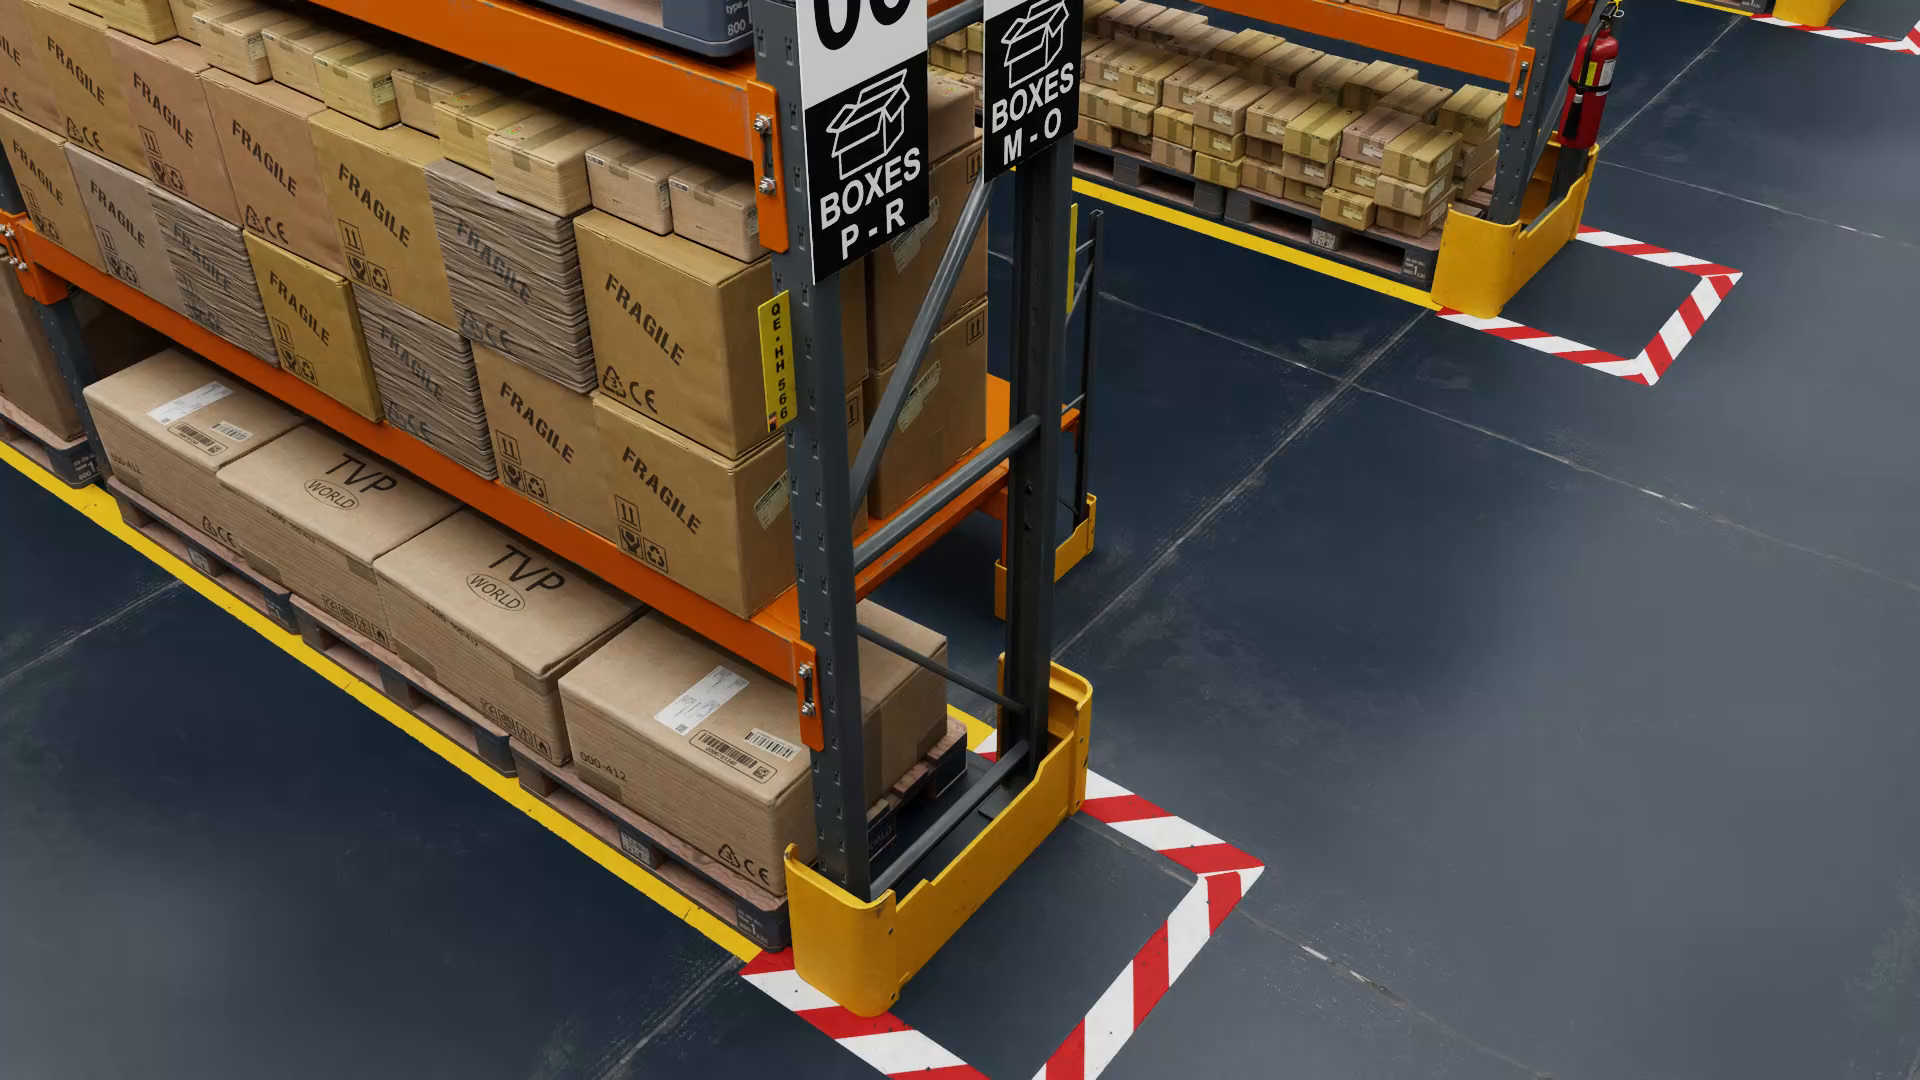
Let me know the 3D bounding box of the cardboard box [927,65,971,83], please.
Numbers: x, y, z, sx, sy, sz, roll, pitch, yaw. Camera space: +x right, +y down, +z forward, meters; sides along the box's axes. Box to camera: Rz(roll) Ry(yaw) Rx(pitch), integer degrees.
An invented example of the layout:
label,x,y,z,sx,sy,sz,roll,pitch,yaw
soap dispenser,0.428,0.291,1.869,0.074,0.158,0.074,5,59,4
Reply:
label,x,y,z,sx,sy,sz,roll,pitch,yaw
cardboard box,-0.005,-2.714,9.755,0.250,0.149,0.380,27,45,30

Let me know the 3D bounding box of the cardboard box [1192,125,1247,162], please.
label,x,y,z,sx,sy,sz,roll,pitch,yaw
cardboard box,1.442,-2.166,8.814,0.250,0.149,0.380,26,45,29

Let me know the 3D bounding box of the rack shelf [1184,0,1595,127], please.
label,x,y,z,sx,sy,sz,roll,pitch,yaw
rack shelf,1.279,-3.032,8.773,4.000,0.370,1.077,25,45,29

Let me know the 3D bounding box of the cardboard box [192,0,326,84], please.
label,x,y,z,sx,sy,sz,roll,pitch,yaw
cardboard box,-1.946,-1.466,4.771,0.250,0.149,0.380,25,45,29

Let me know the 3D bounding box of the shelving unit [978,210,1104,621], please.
label,x,y,z,sx,sy,sz,roll,pitch,yaw
shelving unit,-0.061,-0.619,6.324,1.083,1.500,0.587,25,45,29

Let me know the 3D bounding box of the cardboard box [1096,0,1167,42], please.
label,x,y,z,sx,sy,sz,roll,pitch,yaw
cardboard box,0.990,-2.978,9.610,0.250,0.149,0.380,23,44,27

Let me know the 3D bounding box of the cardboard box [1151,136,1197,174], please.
label,x,y,z,sx,sy,sz,roll,pitch,yaw
cardboard box,1.249,-2.155,9.042,0.250,0.149,0.380,26,45,29

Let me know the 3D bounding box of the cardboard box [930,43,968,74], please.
label,x,y,z,sx,sy,sz,roll,pitch,yaw
cardboard box,0.039,-2.881,9.727,0.250,0.149,0.380,26,45,29

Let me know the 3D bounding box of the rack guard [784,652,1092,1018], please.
label,x,y,z,sx,sy,sz,roll,pitch,yaw
rack guard,-0.041,0.888,5.210,0.348,0.500,1.175,25,45,29

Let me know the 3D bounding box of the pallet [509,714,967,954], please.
label,x,y,z,sx,sy,sz,roll,pitch,yaw
pallet,-0.743,0.732,5.644,1.213,0.211,1.003,25,45,29

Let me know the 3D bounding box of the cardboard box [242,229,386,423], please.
label,x,y,z,sx,sy,sz,roll,pitch,yaw
cardboard box,-1.826,-0.765,5.213,0.500,0.500,0.500,27,45,30

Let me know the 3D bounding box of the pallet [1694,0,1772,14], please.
label,x,y,z,sx,sy,sz,roll,pitch,yaw
pallet,5.278,-4.120,11.842,1.213,0.211,1.003,25,45,29

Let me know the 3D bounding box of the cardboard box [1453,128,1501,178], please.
label,x,y,z,sx,sy,sz,roll,pitch,yaw
cardboard box,2.607,-2.048,8.664,0.250,0.149,0.380,27,46,30

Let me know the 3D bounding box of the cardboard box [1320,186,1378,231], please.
label,x,y,z,sx,sy,sz,roll,pitch,yaw
cardboard box,2.057,-1.751,8.525,0.250,0.149,0.380,27,45,30

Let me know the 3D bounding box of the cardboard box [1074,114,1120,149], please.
label,x,y,z,sx,sy,sz,roll,pitch,yaw
cardboard box,0.839,-2.348,9.287,0.250,0.149,0.380,24,44,27

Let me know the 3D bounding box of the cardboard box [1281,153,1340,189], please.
label,x,y,z,sx,sy,sz,roll,pitch,yaw
cardboard box,1.861,-1.978,8.574,0.250,0.149,0.380,23,44,27

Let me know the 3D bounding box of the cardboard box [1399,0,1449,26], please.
label,x,y,z,sx,sy,sz,roll,pitch,yaw
cardboard box,2.262,-2.563,7.794,0.250,0.149,0.380,25,45,29

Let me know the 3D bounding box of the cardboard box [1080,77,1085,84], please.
label,x,y,z,sx,sy,sz,roll,pitch,yaw
cardboard box,0.671,-2.591,9.356,0.250,0.149,0.380,27,46,30

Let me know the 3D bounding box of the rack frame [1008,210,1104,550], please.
label,x,y,z,sx,sy,sz,roll,pitch,yaw
rack frame,0.336,-0.432,6.085,0.032,1.500,0.500,25,45,29

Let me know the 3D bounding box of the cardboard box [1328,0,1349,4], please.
label,x,y,z,sx,sy,sz,roll,pitch,yaw
cardboard box,1.837,-2.733,8.012,0.250,0.149,0.380,27,45,30

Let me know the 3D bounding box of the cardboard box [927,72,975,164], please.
label,x,y,z,sx,sy,sz,roll,pitch,yaw
cardboard box,-0.174,-1.062,4.254,0.250,0.149,0.380,26,45,29

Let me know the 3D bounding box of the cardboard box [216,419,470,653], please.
label,x,y,z,sx,sy,sz,roll,pitch,yaw
cardboard box,-2.092,-0.137,6.229,0.875,0.438,0.875,24,44,27

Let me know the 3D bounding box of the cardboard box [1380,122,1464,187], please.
label,x,y,z,sx,sy,sz,roll,pitch,yaw
cardboard box,2.293,-1.918,8.255,0.250,0.149,0.380,26,45,29

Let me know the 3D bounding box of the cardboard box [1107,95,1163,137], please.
label,x,y,z,sx,sy,sz,roll,pitch,yaw
cardboard box,1.014,-2.360,9.062,0.250,0.149,0.380,26,45,29

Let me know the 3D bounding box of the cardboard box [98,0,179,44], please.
label,x,y,z,sx,sy,sz,roll,pitch,yaw
cardboard box,-2.348,-1.646,5.001,0.250,0.149,0.380,24,44,27

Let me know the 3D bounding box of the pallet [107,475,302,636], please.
label,x,y,z,sx,sy,sz,roll,pitch,yaw
pallet,-2.681,-0.182,6.811,1.213,0.211,1.003,25,45,29

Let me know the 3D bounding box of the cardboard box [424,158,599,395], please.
label,x,y,z,sx,sy,sz,roll,pitch,yaw
cardboard box,-1.020,-0.783,4.425,0.500,0.500,0.500,25,45,29

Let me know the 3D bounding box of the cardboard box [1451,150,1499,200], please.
label,x,y,z,sx,sy,sz,roll,pitch,yaw
cardboard box,2.645,-1.962,8.795,0.250,0.149,0.380,26,45,29

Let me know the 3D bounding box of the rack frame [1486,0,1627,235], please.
label,x,y,z,sx,sy,sz,roll,pitch,yaw
rack frame,2.867,-2.566,7.595,0.127,3.000,1.000,25,45,29

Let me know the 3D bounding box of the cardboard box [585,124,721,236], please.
label,x,y,z,sx,sy,sz,roll,pitch,yaw
cardboard box,-0.683,-0.913,4.064,0.250,0.149,0.380,26,45,29

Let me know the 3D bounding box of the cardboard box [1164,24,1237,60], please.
label,x,y,z,sx,sy,sz,roll,pitch,yaw
cardboard box,1.342,-2.737,9.301,0.250,0.149,0.380,25,45,29

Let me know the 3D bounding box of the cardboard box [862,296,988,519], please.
label,x,y,z,sx,sy,sz,roll,pitch,yaw
cardboard box,-0.267,-0.464,4.829,0.500,0.500,0.500,25,44,28

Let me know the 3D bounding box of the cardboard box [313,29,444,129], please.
label,x,y,z,sx,sy,sz,roll,pitch,yaw
cardboard box,-1.513,-1.281,4.534,0.250,0.149,0.380,26,45,30

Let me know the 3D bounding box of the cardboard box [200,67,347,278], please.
label,x,y,z,sx,sy,sz,roll,pitch,yaw
cardboard box,-1.810,-1.159,4.905,0.500,0.500,0.500,25,44,28

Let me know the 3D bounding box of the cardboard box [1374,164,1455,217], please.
label,x,y,z,sx,sy,sz,roll,pitch,yaw
cardboard box,2.275,-1.784,8.326,0.250,0.149,0.380,24,44,27

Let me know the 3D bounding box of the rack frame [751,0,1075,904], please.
label,x,y,z,sx,sy,sz,roll,pitch,yaw
rack frame,-0.060,-0.105,4.451,0.127,3.000,1.000,25,45,29

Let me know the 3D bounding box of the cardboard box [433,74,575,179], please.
label,x,y,z,sx,sy,sz,roll,pitch,yaw
cardboard box,-1.114,-1.083,4.281,0.250,0.149,0.380,26,45,30

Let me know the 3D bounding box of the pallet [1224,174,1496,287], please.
label,x,y,z,sx,sy,sz,roll,pitch,yaw
pallet,2.183,-1.819,8.901,1.213,0.211,1.003,25,45,29

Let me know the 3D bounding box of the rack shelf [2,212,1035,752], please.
label,x,y,z,sx,sy,sz,roll,pitch,yaw
rack shelf,-1.648,-0.571,5.629,4.000,0.370,1.077,25,45,29

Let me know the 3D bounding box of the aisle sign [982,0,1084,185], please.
label,x,y,z,sx,sy,sz,roll,pitch,yaw
aisle sign,0.173,-1.243,3.796,0.004,0.787,0.394,25,45,29

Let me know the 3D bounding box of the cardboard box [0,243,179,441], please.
label,x,y,z,sx,sy,sz,roll,pitch,yaw
cardboard box,-3.778,-1.125,7.136,0.875,0.875,0.875,27,45,30

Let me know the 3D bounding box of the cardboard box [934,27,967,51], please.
label,x,y,z,sx,sy,sz,roll,pitch,yaw
cardboard box,0.020,-2.979,9.611,0.250,0.149,0.380,28,46,31

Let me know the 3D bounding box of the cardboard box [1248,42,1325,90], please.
label,x,y,z,sx,sy,sz,roll,pitch,yaw
cardboard box,1.781,-2.568,9.087,0.250,0.149,0.380,27,45,30

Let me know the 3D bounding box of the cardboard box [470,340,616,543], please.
label,x,y,z,sx,sy,sz,roll,pitch,yaw
cardboard box,-0.993,-0.391,4.734,0.500,0.500,0.500,24,44,28

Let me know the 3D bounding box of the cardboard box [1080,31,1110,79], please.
label,x,y,z,sx,sy,sz,roll,pitch,yaw
cardboard box,0.625,-2.687,9.237,0.250,0.149,0.380,26,45,29

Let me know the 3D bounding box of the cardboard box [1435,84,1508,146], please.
label,x,y,z,sx,sy,sz,roll,pitch,yaw
cardboard box,2.657,-2.206,8.624,0.250,0.149,0.380,23,44,27

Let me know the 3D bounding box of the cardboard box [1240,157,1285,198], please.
label,x,y,z,sx,sy,sz,roll,pitch,yaw
cardboard box,1.695,-1.978,8.815,0.250,0.149,0.380,26,45,29

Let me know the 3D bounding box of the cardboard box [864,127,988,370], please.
label,x,y,z,sx,sy,sz,roll,pitch,yaw
cardboard box,-0.268,-0.857,4.519,0.500,0.500,0.500,24,44,28

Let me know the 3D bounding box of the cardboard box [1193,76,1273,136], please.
label,x,y,z,sx,sy,sz,roll,pitch,yaw
cardboard box,1.431,-2.276,8.713,0.250,0.149,0.380,27,45,30

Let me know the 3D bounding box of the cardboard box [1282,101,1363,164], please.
label,x,y,z,sx,sy,sz,roll,pitch,yaw
cardboard box,1.845,-2.075,8.456,0.250,0.149,0.380,24,44,28

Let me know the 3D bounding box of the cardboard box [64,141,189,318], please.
label,x,y,z,sx,sy,sz,roll,pitch,yaw
cardboard box,-2.626,-1.148,5.702,0.500,0.500,0.500,26,45,29

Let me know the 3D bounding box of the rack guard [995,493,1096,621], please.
label,x,y,z,sx,sy,sz,roll,pitch,yaw
rack guard,0.335,0.060,6.471,0.087,0.250,0.587,25,45,29

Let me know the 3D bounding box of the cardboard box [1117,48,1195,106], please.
label,x,y,z,sx,sy,sz,roll,pitch,yaw
cardboard box,1.063,-2.513,9.016,0.250,0.149,0.380,25,45,29

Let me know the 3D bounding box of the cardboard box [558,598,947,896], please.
label,x,y,z,sx,sy,sz,roll,pitch,yaw
cardboard box,-0.645,0.541,5.364,0.875,0.438,0.875,24,44,27

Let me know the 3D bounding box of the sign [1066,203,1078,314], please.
label,x,y,z,sx,sy,sz,roll,pitch,yaw
sign,0.282,-0.746,4.504,0.005,0.325,0.100,25,45,29

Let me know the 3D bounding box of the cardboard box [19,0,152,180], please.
label,x,y,z,sx,sy,sz,roll,pitch,yaw
cardboard box,-2.609,-1.547,5.400,0.500,0.500,0.500,25,44,28

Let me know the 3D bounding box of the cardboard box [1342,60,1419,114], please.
label,x,y,z,sx,sy,sz,roll,pitch,yaw
cardboard box,2.243,-2.408,8.881,0.250,0.149,0.380,25,45,28

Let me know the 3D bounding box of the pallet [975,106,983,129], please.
label,x,y,z,sx,sy,sz,roll,pitch,yaw
pallet,0.245,-2.732,10.069,1.213,0.211,1.003,25,45,29
